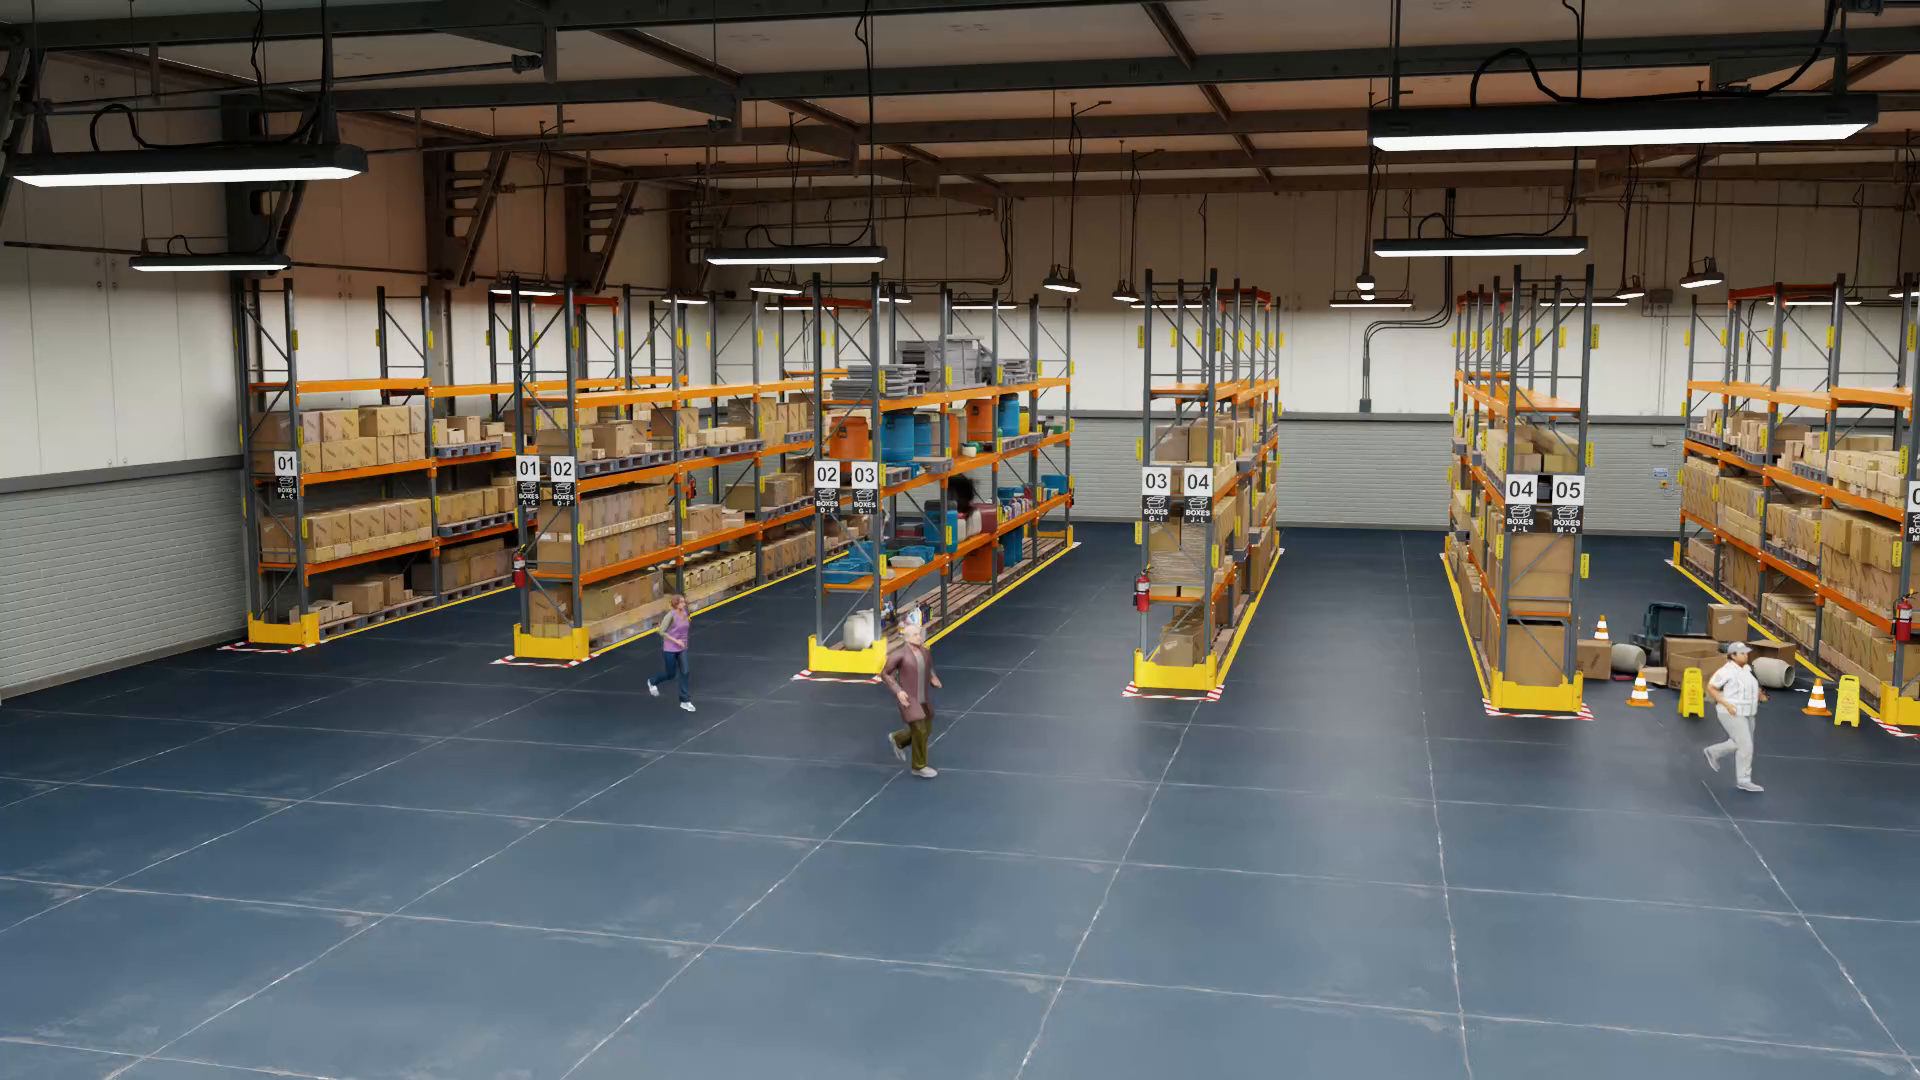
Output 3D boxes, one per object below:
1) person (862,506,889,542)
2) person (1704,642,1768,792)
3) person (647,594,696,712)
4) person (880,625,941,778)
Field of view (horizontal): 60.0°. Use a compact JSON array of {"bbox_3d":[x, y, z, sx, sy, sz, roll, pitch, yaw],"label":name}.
[{"bbox_3d":[-1.725,-0.119,33.793,0.525,1.644,0.701,1,7,6],"label":"person"},{"bbox_3d":[8.715,1.954,18.716,0.620,1.634,0.823,-4,8,-31],"label":"person"},{"bbox_3d":[-3.918,1.511,22.689,0.878,1.589,0.565,4,8,31],"label":"person"},{"bbox_3d":[-0.557,1.843,19.170,0.737,1.742,0.709,6,9,43],"label":"person"}]
